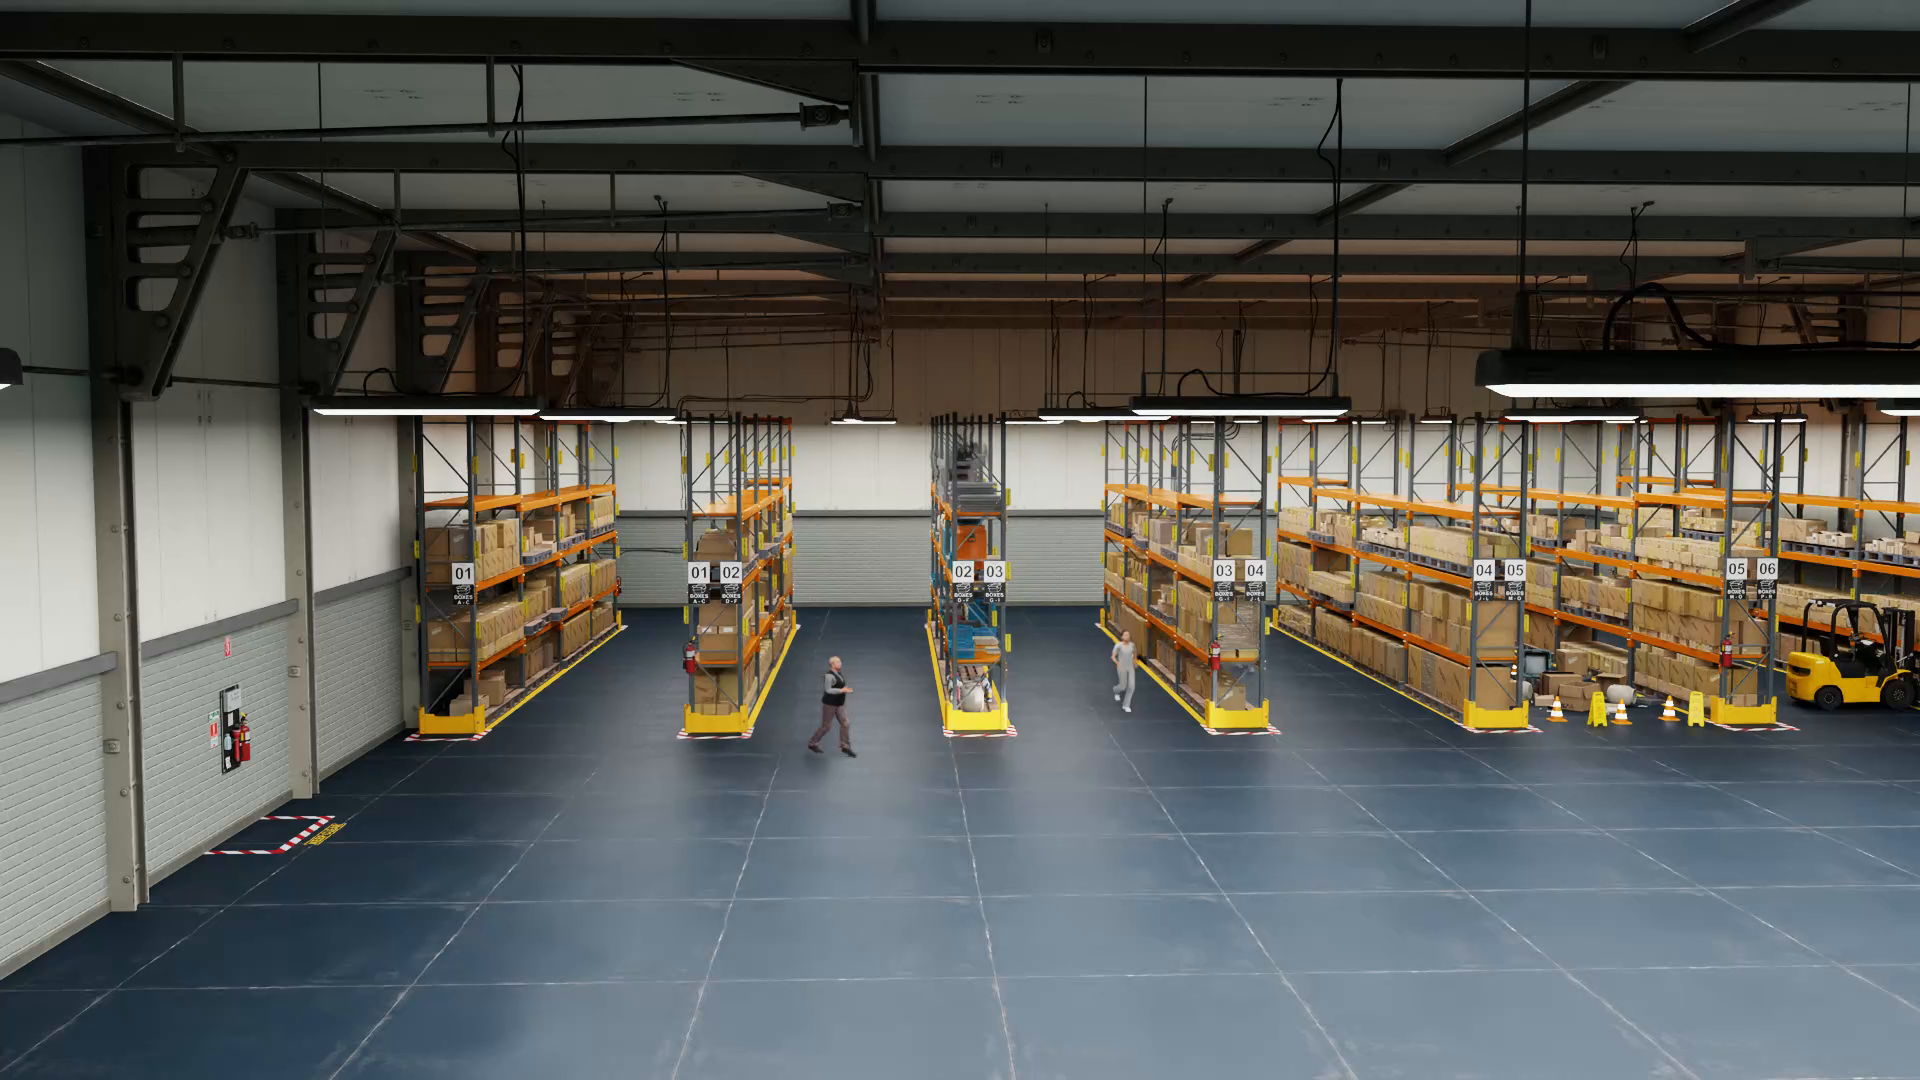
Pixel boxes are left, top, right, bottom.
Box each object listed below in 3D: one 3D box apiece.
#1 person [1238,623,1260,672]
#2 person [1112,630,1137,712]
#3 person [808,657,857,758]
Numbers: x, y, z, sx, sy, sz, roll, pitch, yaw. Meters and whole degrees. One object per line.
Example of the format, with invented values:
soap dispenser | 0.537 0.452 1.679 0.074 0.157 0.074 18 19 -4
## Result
person | 6.723 2.172 38.876 0.716 1.761 0.882 0 4 -6
person | 3.340 2.633 33.721 0.572 1.644 0.697 -1 4 -16
person | -2.220 2.894 28.847 0.877 1.754 0.614 2 4 23
